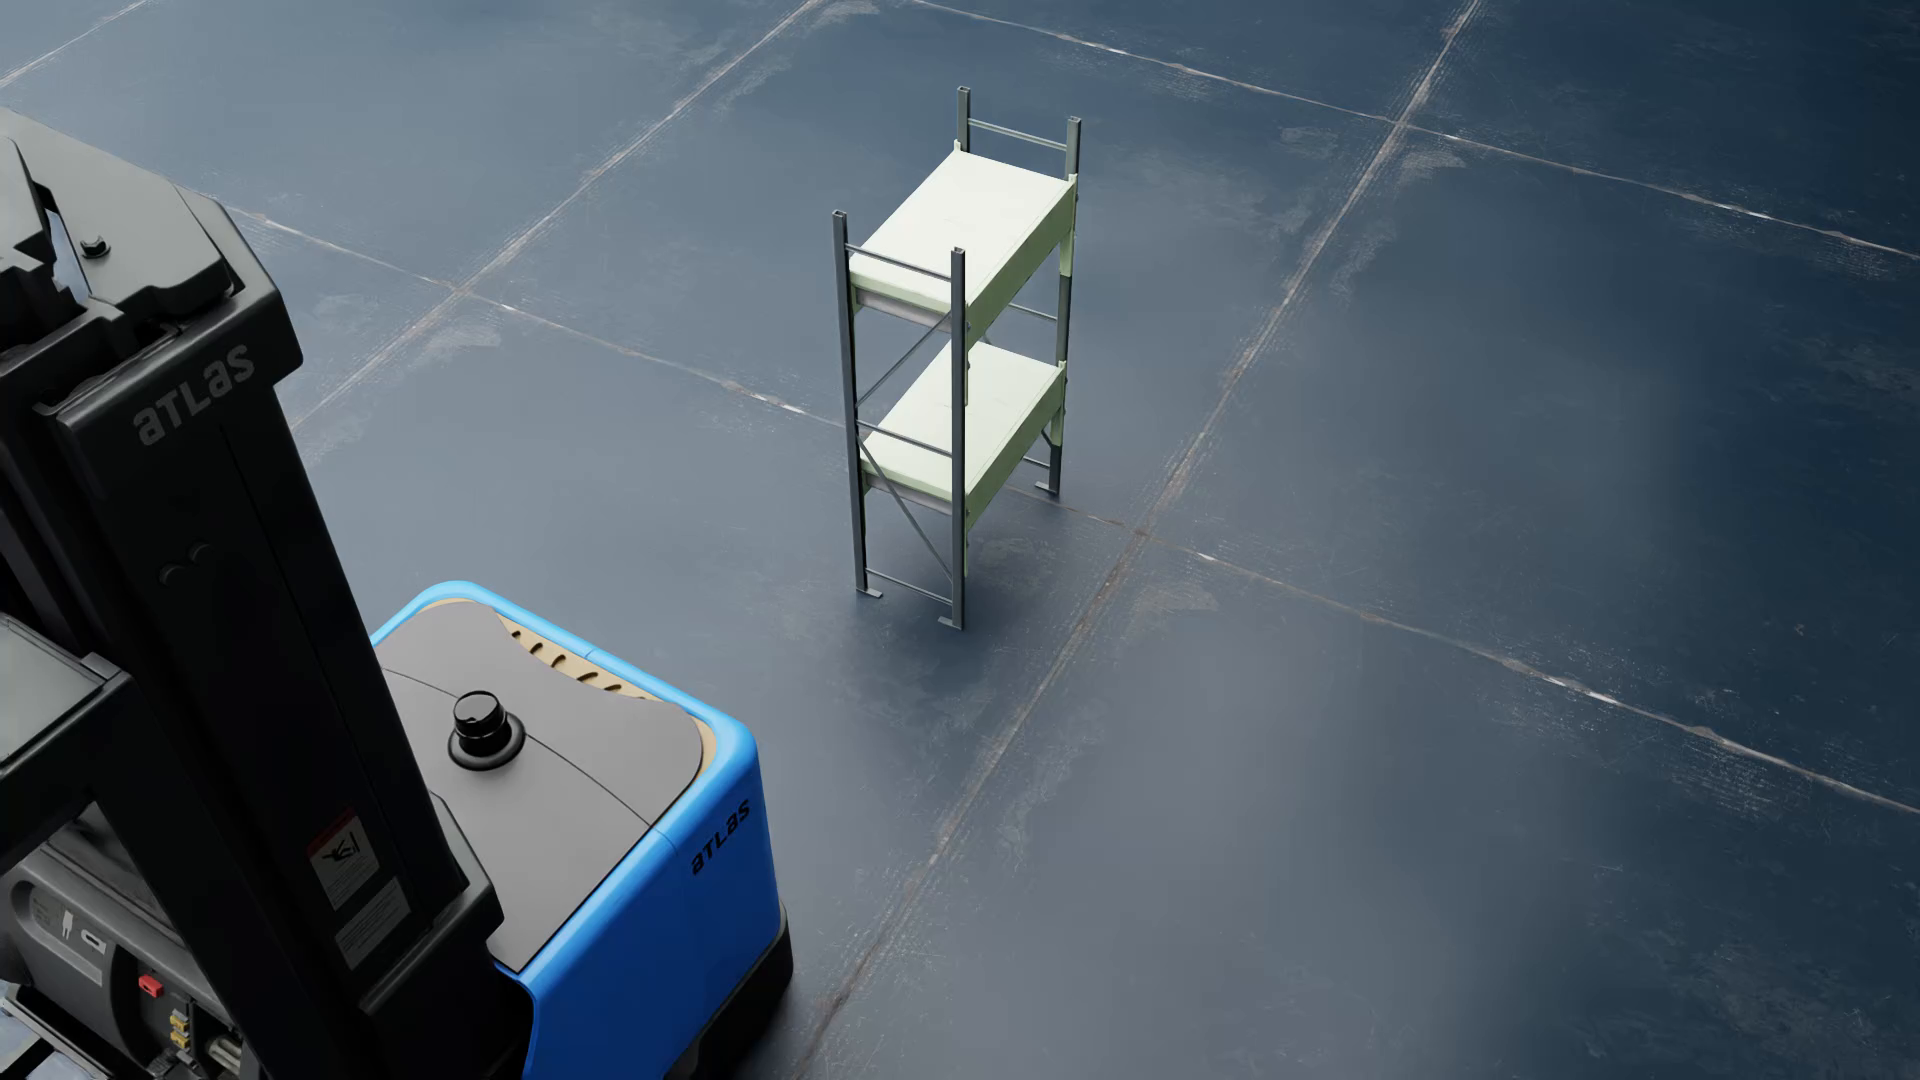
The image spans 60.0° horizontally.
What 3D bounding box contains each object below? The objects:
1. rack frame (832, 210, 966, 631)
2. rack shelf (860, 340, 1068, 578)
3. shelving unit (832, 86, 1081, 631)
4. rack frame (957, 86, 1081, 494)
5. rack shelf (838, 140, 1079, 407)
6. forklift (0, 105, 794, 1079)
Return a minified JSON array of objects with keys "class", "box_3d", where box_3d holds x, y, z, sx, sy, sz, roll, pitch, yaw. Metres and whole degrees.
[{"class":"rack frame","box_3d":[-0.167,-0.301,4.993,0.400,1.500,0.023,20,49,19]},{"class":"rack shelf","box_3d":[0.003,-0.302,5.453,0.431,0.370,0.720,20,49,19]},{"class":"shelving unit","box_3d":[0.003,-0.531,5.221,0.431,1.500,0.755,20,49,19]},{"class":"rack frame","box_3d":[0.173,-0.762,5.449,0.400,1.500,0.023,20,49,19]},{"class":"rack shelf","box_3d":[0.003,-0.806,4.943,0.431,0.370,0.720,20,49,19]},{"class":"forklift","box_3d":[-1.658,0.872,2.827,1.130,2.935,3.031,24,50,22]}]
